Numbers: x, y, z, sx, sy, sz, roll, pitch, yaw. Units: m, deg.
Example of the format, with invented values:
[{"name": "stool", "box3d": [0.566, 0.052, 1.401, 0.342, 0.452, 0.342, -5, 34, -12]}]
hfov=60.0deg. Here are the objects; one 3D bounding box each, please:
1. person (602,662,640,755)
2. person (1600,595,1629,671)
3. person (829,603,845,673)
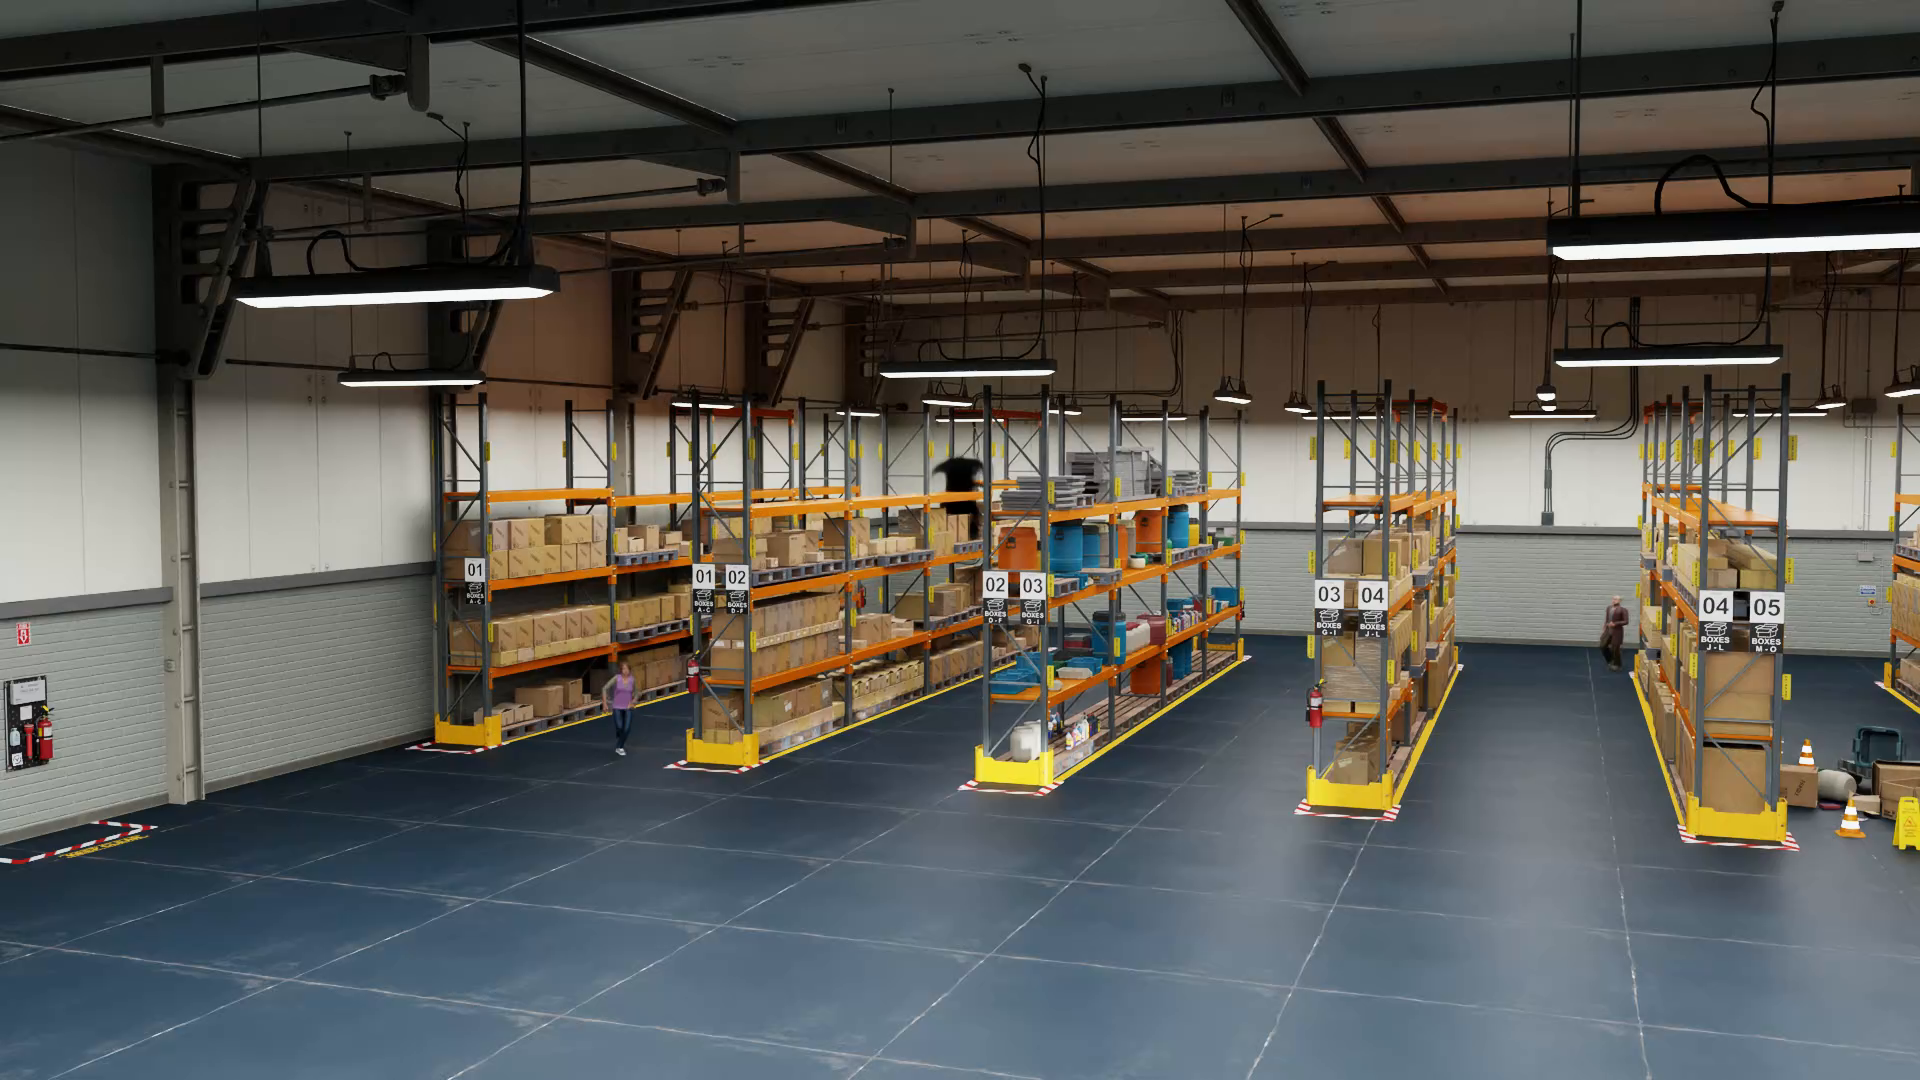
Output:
[{"name": "person", "box3d": [-5.569, 2.777, 27.370, 0.605, 1.546, 0.492, -1, 3, -22]}, {"name": "person", "box3d": [14.873, 2.122, 37.797, 0.686, 1.760, 0.682, -2, 4, -36]}, {"name": "person", "box3d": [-2.794, 2.194, 37.374, 0.594, 1.627, 0.609, 1, 3, 15]}]
